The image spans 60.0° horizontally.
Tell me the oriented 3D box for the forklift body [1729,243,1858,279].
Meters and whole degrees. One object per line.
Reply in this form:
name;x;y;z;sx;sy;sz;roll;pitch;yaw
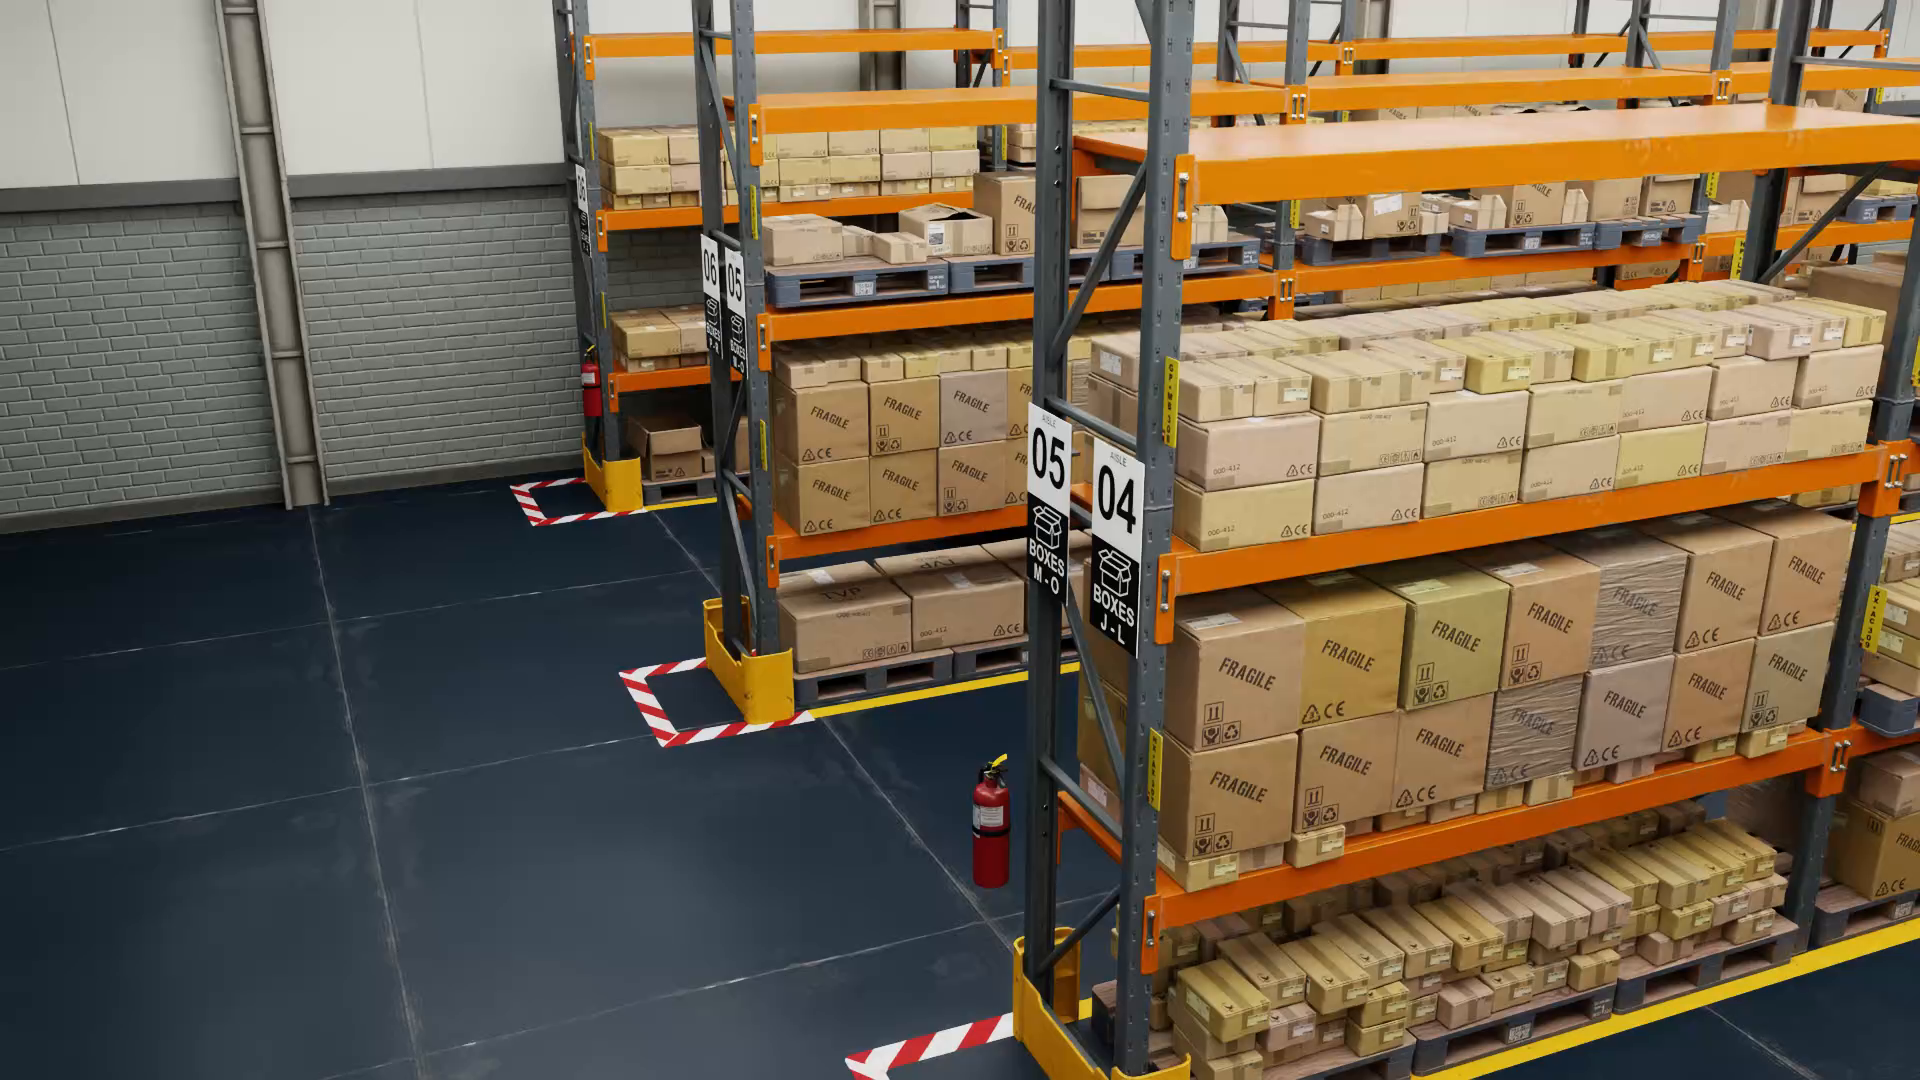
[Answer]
forklift body;10.207;-2.754;19.604;1.214;2.155;2.313;-8;21;-22

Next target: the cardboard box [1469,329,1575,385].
cardboard box;2.383;-0.782;7.083;0.250;0.149;0.380;-7;21;-20

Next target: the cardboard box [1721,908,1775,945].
cardboard box;4.005;1.930;8.683;0.250;0.149;0.380;-8;21;-21

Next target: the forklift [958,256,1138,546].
forklift;1.324;-1.585;15.111;3.031;2.935;1.130;-8;21;-21

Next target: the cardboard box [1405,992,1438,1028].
cardboard box;2.073;2.173;7.995;0.250;0.149;0.380;-8;21;-22

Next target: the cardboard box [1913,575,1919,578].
cardboard box;5.237;0.192;9.259;0.250;0.149;0.380;-9;21;-24

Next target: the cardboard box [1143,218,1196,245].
cardboard box;1.475;-2.193;11.813;0.250;0.149;0.380;-8;21;-21

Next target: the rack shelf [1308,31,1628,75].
rack shelf;5.717;-5.472;18.700;4.000;0.370;1.077;-8;21;-22

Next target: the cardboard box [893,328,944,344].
cardboard box;-0.303;-1.409;11.873;0.250;0.149;0.380;-8;21;-22

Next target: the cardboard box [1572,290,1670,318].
cardboard box;3.140;-1.079;7.927;0.250;0.149;0.380;-9;21;-23

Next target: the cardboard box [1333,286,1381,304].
cardboard box;4.384;-2.820;18.742;0.500;0.250;0.500;-8;21;-22

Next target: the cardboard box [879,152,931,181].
cardboard box;-0.610;-3.654;16.145;0.500;0.250;0.500;-9;21;-24

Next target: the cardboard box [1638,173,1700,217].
cardboard box;5.563;-2.960;13.609;0.637;0.503;0.797;-10;22;-25

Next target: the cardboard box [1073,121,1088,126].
cardboard box;1.133;-4.246;17.195;0.250;0.149;0.380;-8;21;-20

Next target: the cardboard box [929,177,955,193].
cardboard box;-0.232;-3.509;16.333;0.250;0.149;0.380;-8;21;-22

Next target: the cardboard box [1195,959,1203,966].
cardboard box;1.191;1.986;8.077;0.250;0.149;0.380;-9;21;-23

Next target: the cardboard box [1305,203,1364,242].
cardboard box;2.775;-2.377;12.309;0.258;0.266;0.396;-8;21;-22

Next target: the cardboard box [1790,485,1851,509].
cardboard box;7.745;-0.622;15.595;0.625;0.372;0.950;-7;21;-20

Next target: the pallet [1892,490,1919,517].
pallet;8.808;-0.502;16.131;1.213;0.211;1.003;-8;21;-22

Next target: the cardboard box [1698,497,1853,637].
cardboard box;3.906;0.113;8.079;0.500;0.500;0.500;-9;21;-24

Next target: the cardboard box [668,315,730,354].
cardboard box;-2.479;-1.968;15.874;0.500;0.250;0.500;-8;21;-21

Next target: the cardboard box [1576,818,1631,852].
cardboard box;3.343;1.543;8.888;0.250;0.149;0.380;-8;21;-23

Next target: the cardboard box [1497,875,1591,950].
cardboard box;2.838;1.814;8.117;0.250;0.149;0.380;-9;21;-24

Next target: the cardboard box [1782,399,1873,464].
cardboard box;3.887;-0.569;7.831;0.500;0.250;0.500;-8;21;-21

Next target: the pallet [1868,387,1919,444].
pallet;4.839;-0.747;8.393;1.003;0.211;1.213;-8;21;-22

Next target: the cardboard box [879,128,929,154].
cardboard box;-0.623;-3.892;16.068;0.500;0.250;0.500;-9;21;-23

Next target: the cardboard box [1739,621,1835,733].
cardboard box;3.898;0.591;8.230;0.500;0.500;0.500;-8;21;-22

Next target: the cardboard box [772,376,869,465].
cardboard box;-0.942;-0.837;11.226;0.500;0.500;0.500;-9;21;-23

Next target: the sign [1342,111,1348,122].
sign;4.093;-4.400;17.708;0.005;0.325;0.100;-8;21;-22

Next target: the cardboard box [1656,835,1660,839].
cardboard box;3.771;1.585;9.217;0.250;0.149;0.380;-7;21;-19

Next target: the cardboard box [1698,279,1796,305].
cardboard box;3.867;-1.175;8.200;0.250;0.149;0.380;-9;21;-23

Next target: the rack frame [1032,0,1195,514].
rack frame;0.558;-1.675;6.230;0.127;3.000;1.000;-8;21;-22

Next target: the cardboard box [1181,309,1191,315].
cardboard box;1.555;-1.692;12.677;0.250;0.149;0.380;-8;21;-21

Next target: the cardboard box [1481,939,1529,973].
cardboard box;2.573;1.947;8.189;0.250;0.149;0.380;-7;21;-19

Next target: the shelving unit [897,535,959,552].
shelving unit;-0.291;-0.525;14.706;0.503;1.200;0.258;-8;21;-21

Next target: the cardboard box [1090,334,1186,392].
cardboard box;0.746;-0.747;6.983;0.250;0.149;0.380;-8;21;-22

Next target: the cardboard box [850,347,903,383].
cardboard box;-0.564;-1.184;11.236;0.250;0.149;0.380;-7;21;-20

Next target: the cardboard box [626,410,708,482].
cardboard box;-2.866;-0.927;16.265;0.637;0.503;0.797;-9;21;-24

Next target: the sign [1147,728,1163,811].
sign;0.773;0.912;6.613;0.005;0.325;0.100;-8;21;-22

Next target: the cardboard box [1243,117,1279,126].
cardboard box;3.174;-4.392;17.639;0.250;0.149;0.380;-9;21;-24

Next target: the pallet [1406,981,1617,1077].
pallet;2.506;2.204;8.443;1.213;0.211;1.003;-8;21;-22

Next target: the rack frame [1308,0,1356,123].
rack frame;3.880;-5.737;17.766;0.127;3.000;1.000;-8;21;-22

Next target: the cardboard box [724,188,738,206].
cardboard box;-2.101;-3.231;15.545;0.250;0.149;0.380;-8;21;-22

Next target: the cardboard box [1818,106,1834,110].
cardboard box;10.585;-5.300;20.636;0.250;0.149;0.380;-9;21;-23

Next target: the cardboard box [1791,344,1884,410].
cardboard box;3.907;-0.813;7.772;0.500;0.250;0.500;-9;21;-24

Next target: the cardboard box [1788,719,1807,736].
cardboard box;4.061;0.856;8.454;0.250;0.149;0.380;-8;21;-23

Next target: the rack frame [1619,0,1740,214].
rack frame;5.850;-4.224;13.469;0.127;3.000;1.000;-8;21;-22

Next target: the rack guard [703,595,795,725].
rack guard;-1.518;0.840;11.882;0.348;0.500;1.175;-8;21;-22

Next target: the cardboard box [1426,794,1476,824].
cardboard box;2.151;1.137;7.654;0.250;0.149;0.380;-9;21;-23

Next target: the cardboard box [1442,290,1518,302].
cardboard box;4.367;-1.791;13.936;0.500;0.500;0.500;-8;21;-20

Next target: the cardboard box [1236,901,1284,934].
cardboard box;1.384;1.785;8.200;0.250;0.149;0.380;-9;21;-23

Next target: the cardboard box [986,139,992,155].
cardboard box;0.458;-3.984;16.899;0.250;0.149;0.380;-8;21;-22

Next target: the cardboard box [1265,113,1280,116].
cardboard box;3.433;-4.616;18.276;0.250;0.149;0.380;-9;21;-24

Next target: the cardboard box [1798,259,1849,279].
cardboard box;7.994;-2.484;15.352;0.250;0.149;0.380;-7;21;-19

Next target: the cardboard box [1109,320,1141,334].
cardboard box;1.277;-1.485;12.090;0.250;0.149;0.380;-8;21;-22

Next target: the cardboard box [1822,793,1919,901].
cardboard box;5.014;1.593;9.113;0.500;0.500;0.500;-7;21;-20

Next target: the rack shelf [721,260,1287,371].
rack shelf;0.341;-1.680;11.845;4.000;0.370;1.077;-8;21;-22
